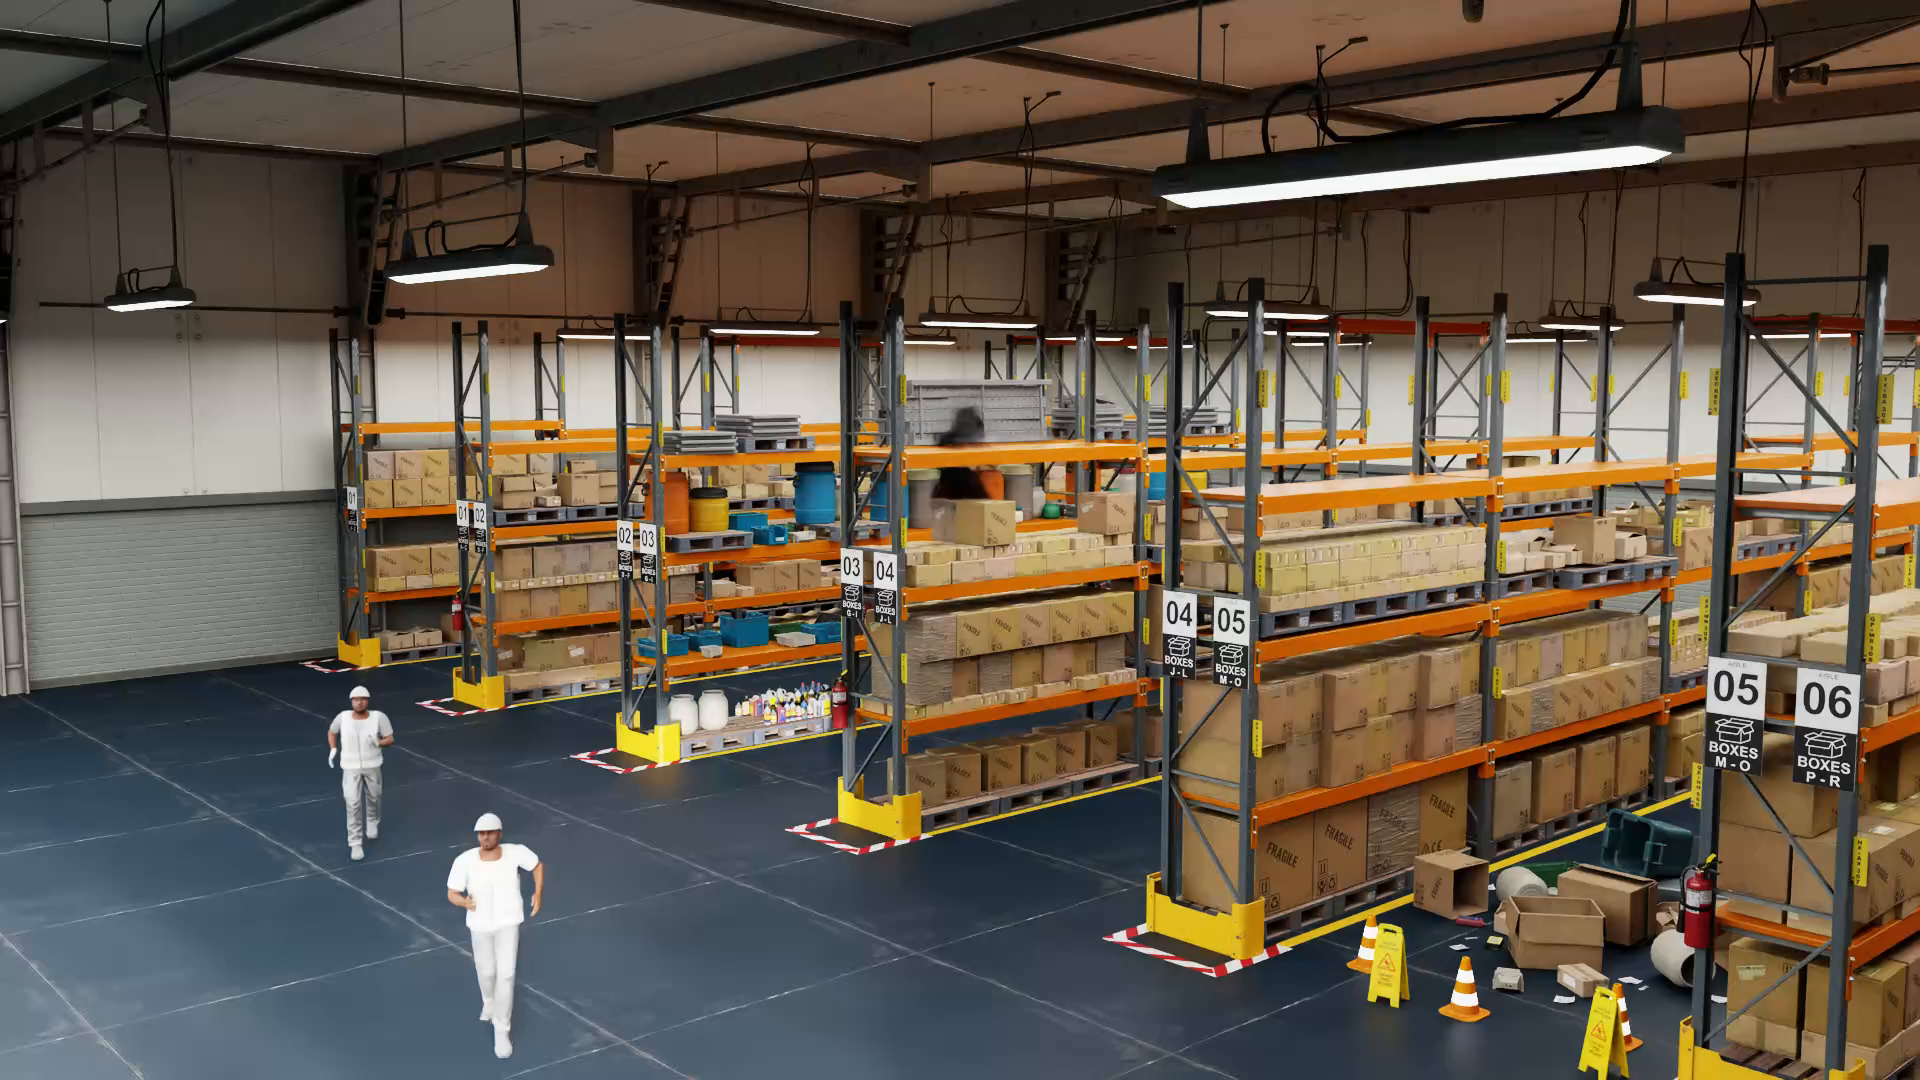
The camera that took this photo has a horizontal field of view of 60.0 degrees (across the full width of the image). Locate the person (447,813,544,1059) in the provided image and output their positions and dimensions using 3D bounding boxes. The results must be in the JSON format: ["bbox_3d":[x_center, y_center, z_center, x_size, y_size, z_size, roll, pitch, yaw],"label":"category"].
[{"bbox_3d":[-3.620,3.015,12.951,0.704,1.784,0.896,-1,6,-9],"label":"person"}]

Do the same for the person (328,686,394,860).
[{"bbox_3d":[-6.479,2.466,18.023,0.679,1.777,0.986,-2,6,-19],"label":"person"}]
